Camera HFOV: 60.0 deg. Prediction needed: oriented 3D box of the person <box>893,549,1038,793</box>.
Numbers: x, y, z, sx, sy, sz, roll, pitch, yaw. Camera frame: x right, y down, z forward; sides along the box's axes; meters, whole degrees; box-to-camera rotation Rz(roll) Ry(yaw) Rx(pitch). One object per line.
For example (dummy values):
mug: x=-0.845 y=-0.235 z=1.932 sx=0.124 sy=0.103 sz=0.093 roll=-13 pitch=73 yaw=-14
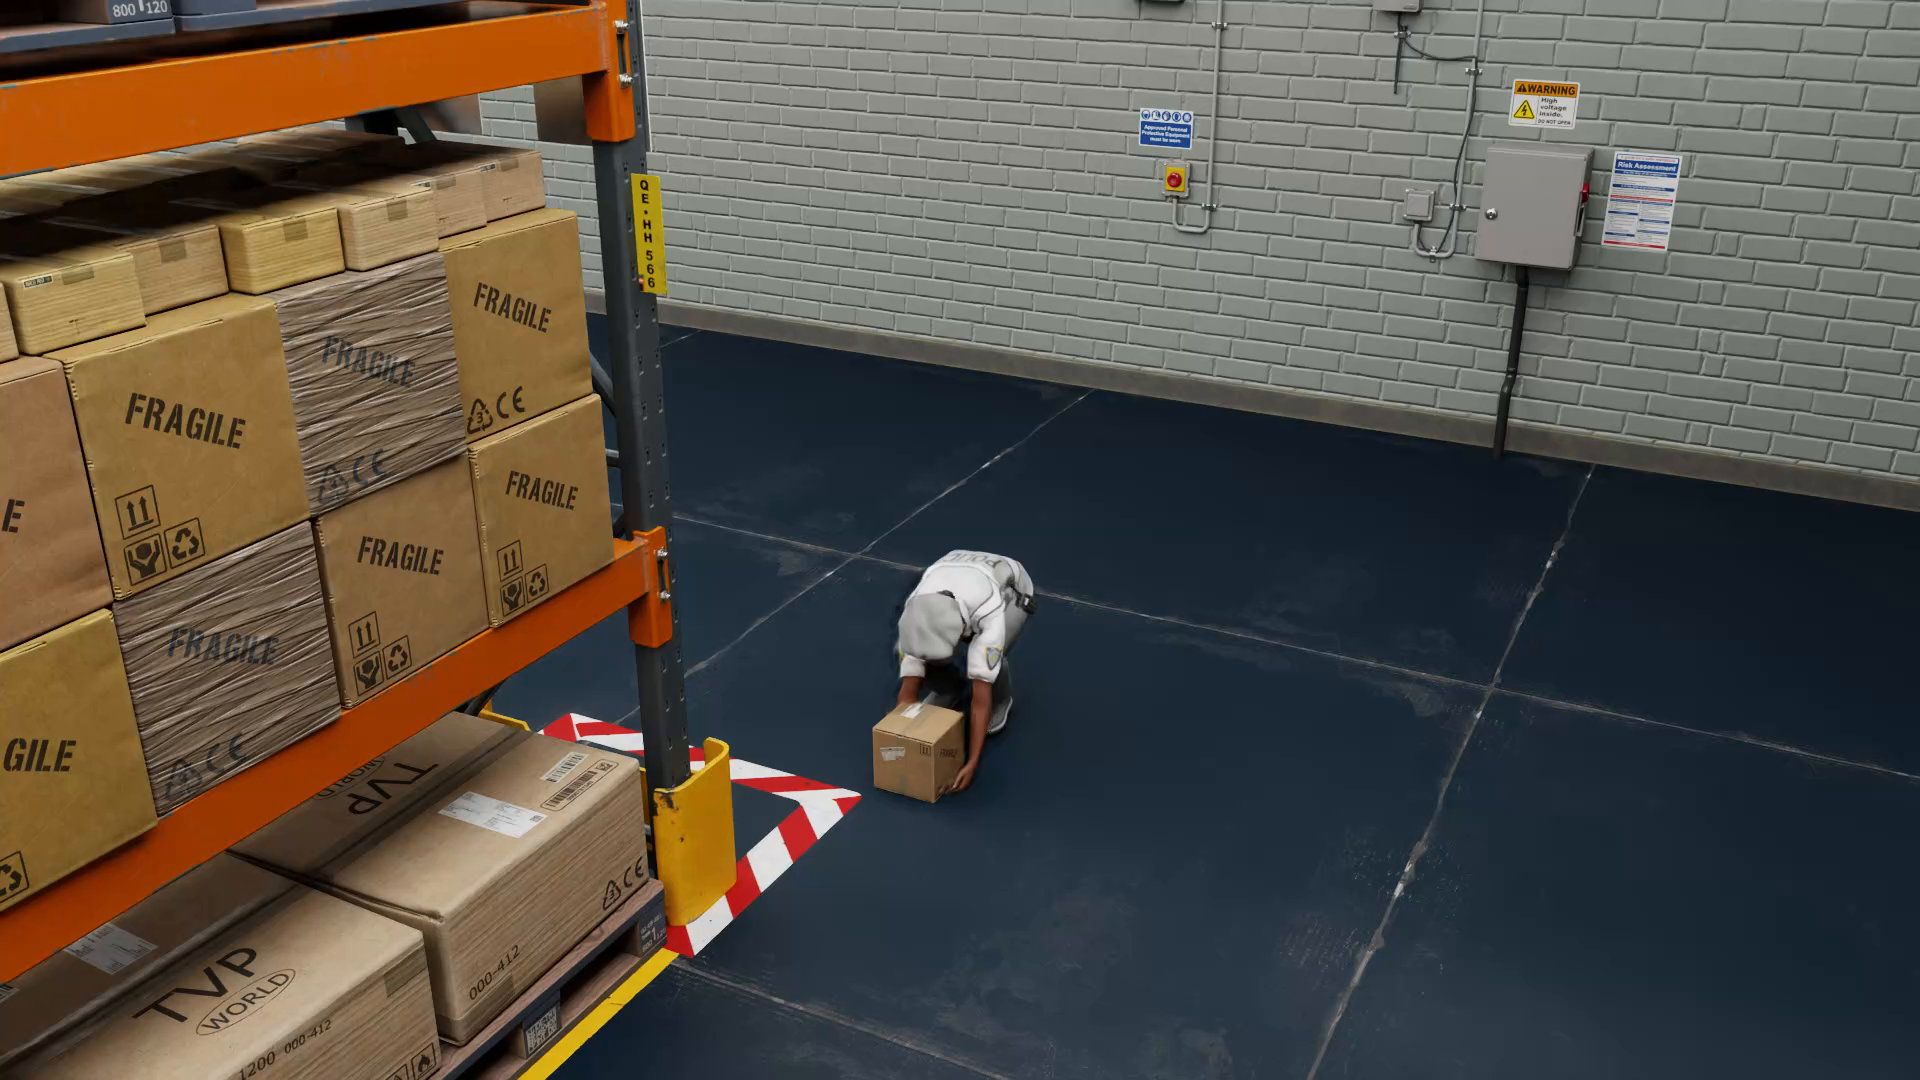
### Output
person: x=-0.005 y=0.433 z=6.327 sx=0.493 sy=0.771 sz=0.950 roll=11 pitch=25 yaw=23
